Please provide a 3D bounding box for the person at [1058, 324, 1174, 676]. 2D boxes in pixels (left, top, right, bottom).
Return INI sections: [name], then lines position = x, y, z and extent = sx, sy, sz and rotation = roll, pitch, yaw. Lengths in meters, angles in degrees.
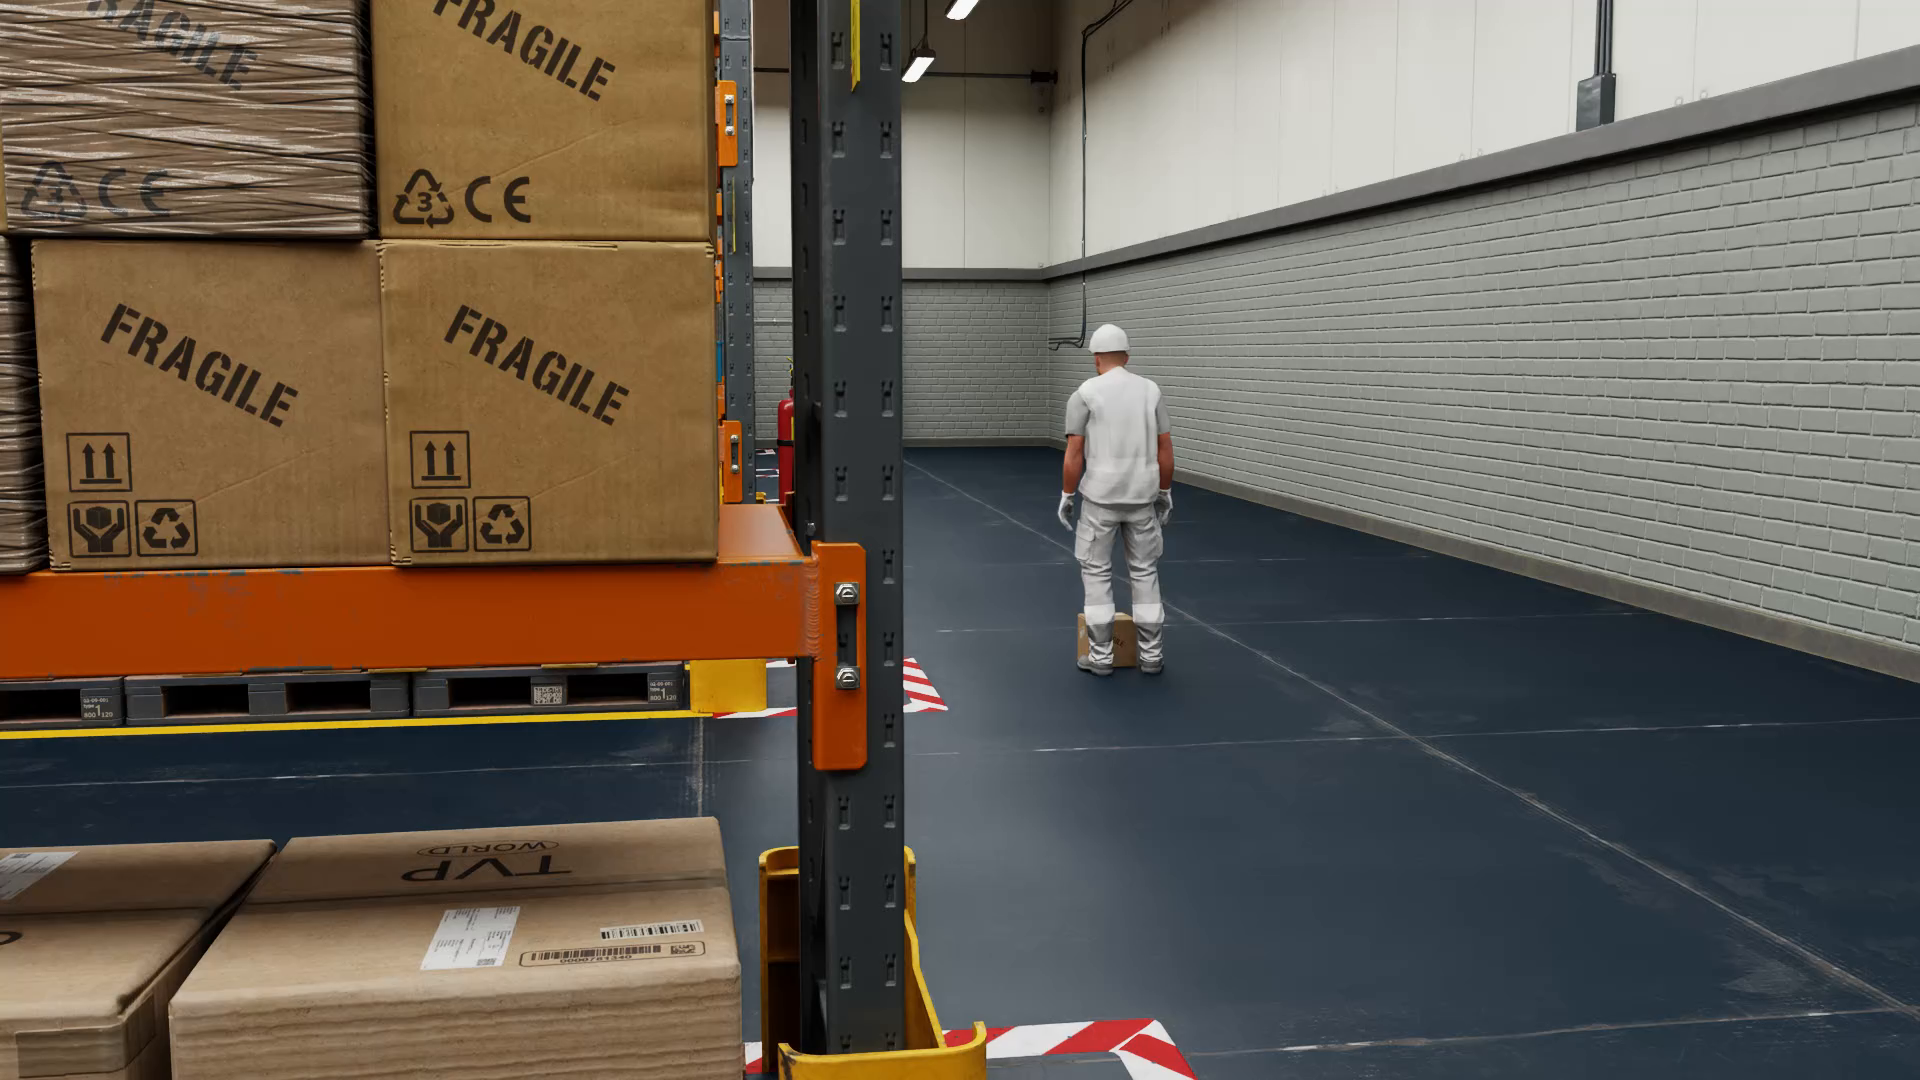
[person]
position = 0.796, -0.206, 8.478
extent = 0.617, 1.778, 0.453
rotation = -1, 7, -12
